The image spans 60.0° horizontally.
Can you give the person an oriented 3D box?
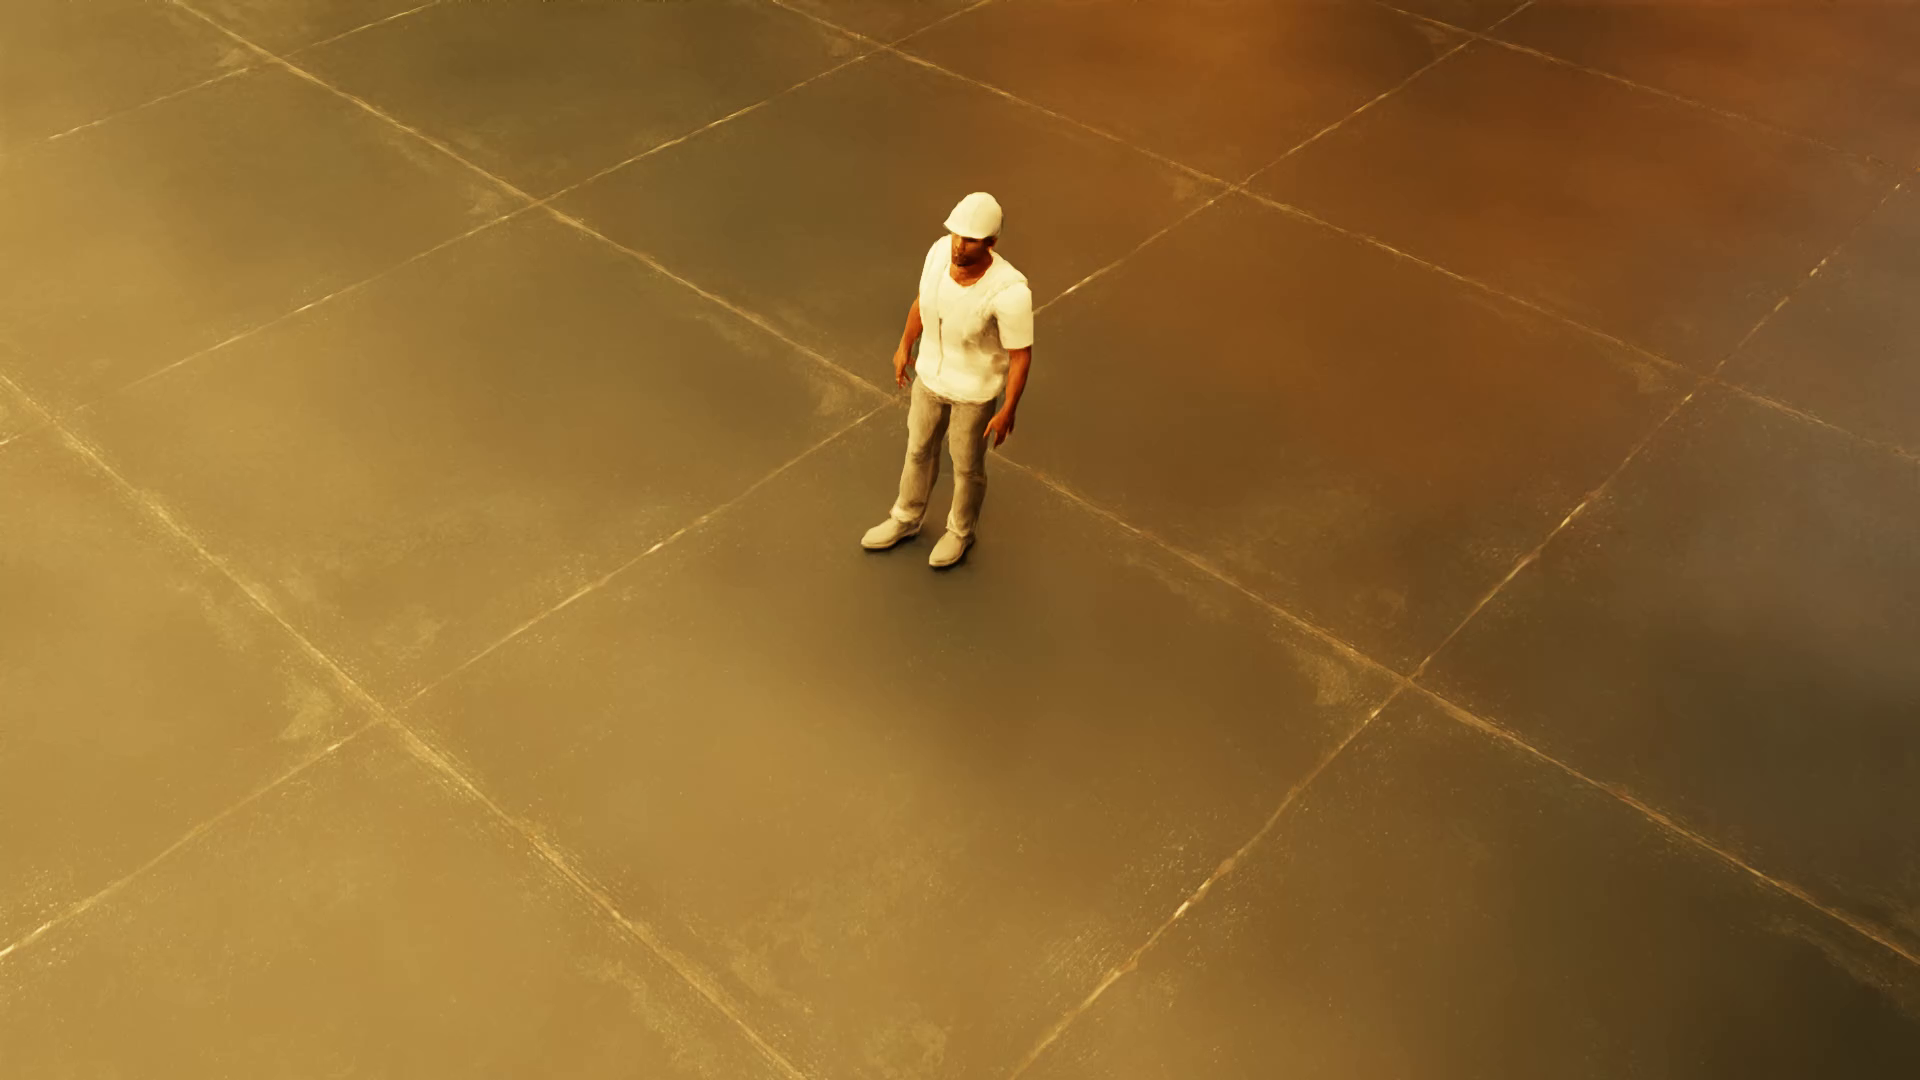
[{"bbox_3d":[-0.051,-0.645,7.063,0.665,1.766,0.576,31,49,31],"label":"person"}]
